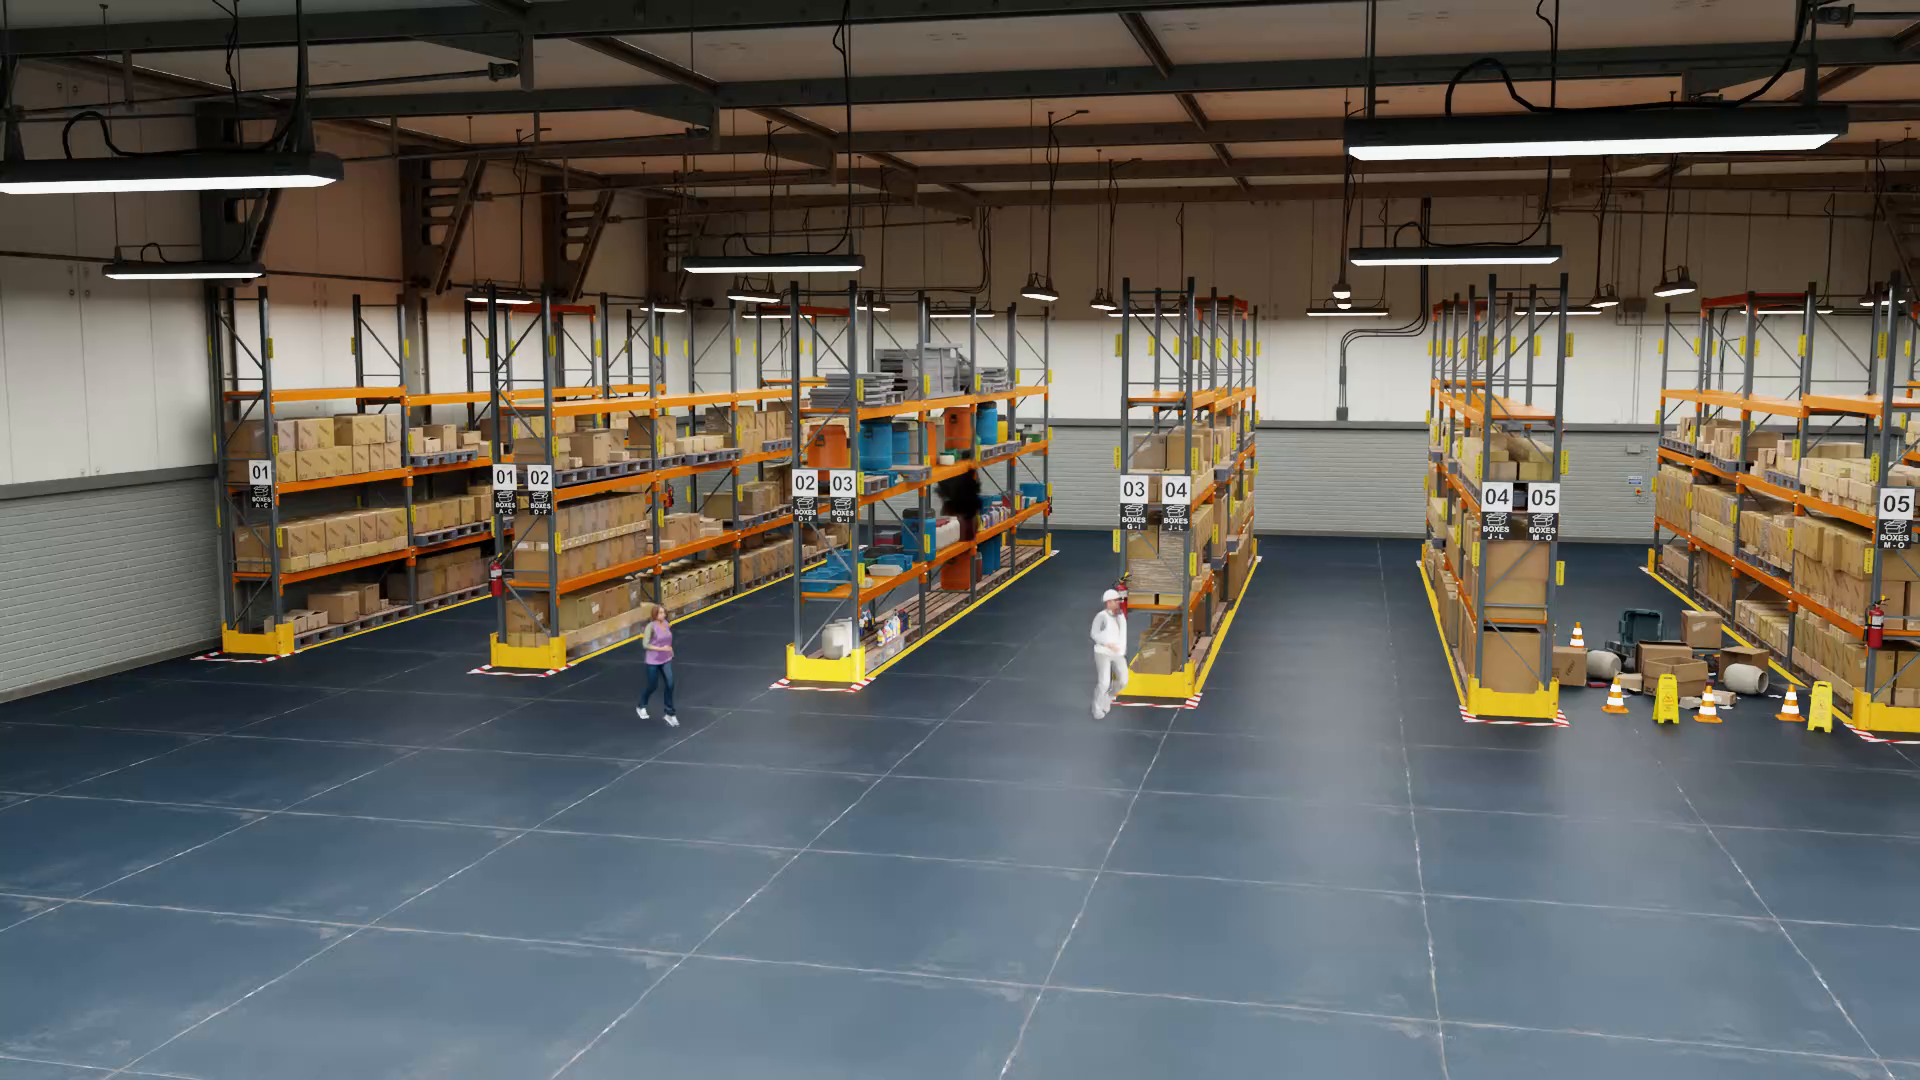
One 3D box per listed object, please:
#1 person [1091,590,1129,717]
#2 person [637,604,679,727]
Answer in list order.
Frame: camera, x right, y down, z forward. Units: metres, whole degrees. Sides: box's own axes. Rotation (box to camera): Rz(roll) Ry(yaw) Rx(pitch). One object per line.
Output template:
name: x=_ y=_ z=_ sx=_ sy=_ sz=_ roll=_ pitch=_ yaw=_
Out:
person: x=2.096 y=1.548 z=22.642 sx=0.698 sy=1.743 sz=0.569 roll=-4 pitch=8 yaw=-32
person: x=-4.042 y=1.667 z=22.211 sx=0.718 sy=1.652 sz=0.558 roll=6 pitch=9 yaw=41
